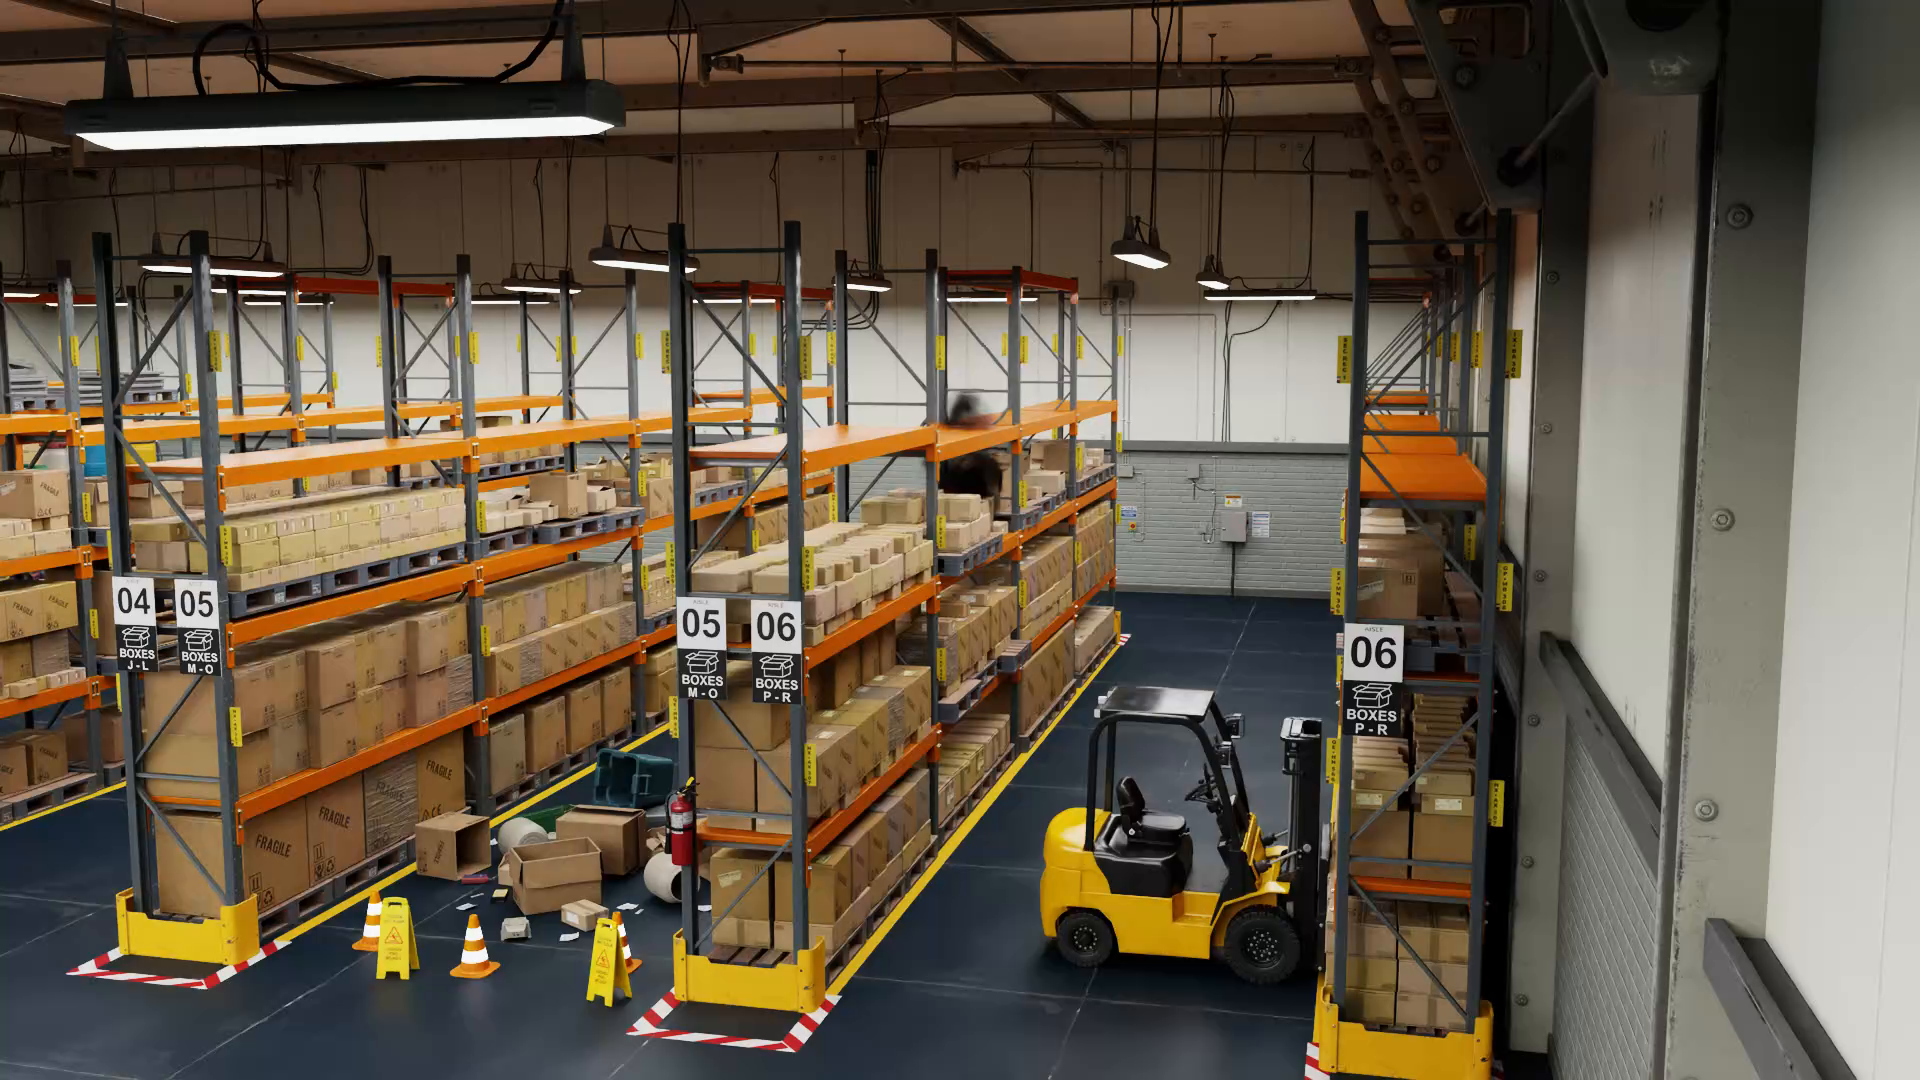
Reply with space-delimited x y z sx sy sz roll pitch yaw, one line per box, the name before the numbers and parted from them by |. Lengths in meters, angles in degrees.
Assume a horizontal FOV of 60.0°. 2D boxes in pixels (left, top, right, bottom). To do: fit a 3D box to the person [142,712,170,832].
person | -7.720 2.413 16.085 0.590 1.695 0.695 1 7 12
